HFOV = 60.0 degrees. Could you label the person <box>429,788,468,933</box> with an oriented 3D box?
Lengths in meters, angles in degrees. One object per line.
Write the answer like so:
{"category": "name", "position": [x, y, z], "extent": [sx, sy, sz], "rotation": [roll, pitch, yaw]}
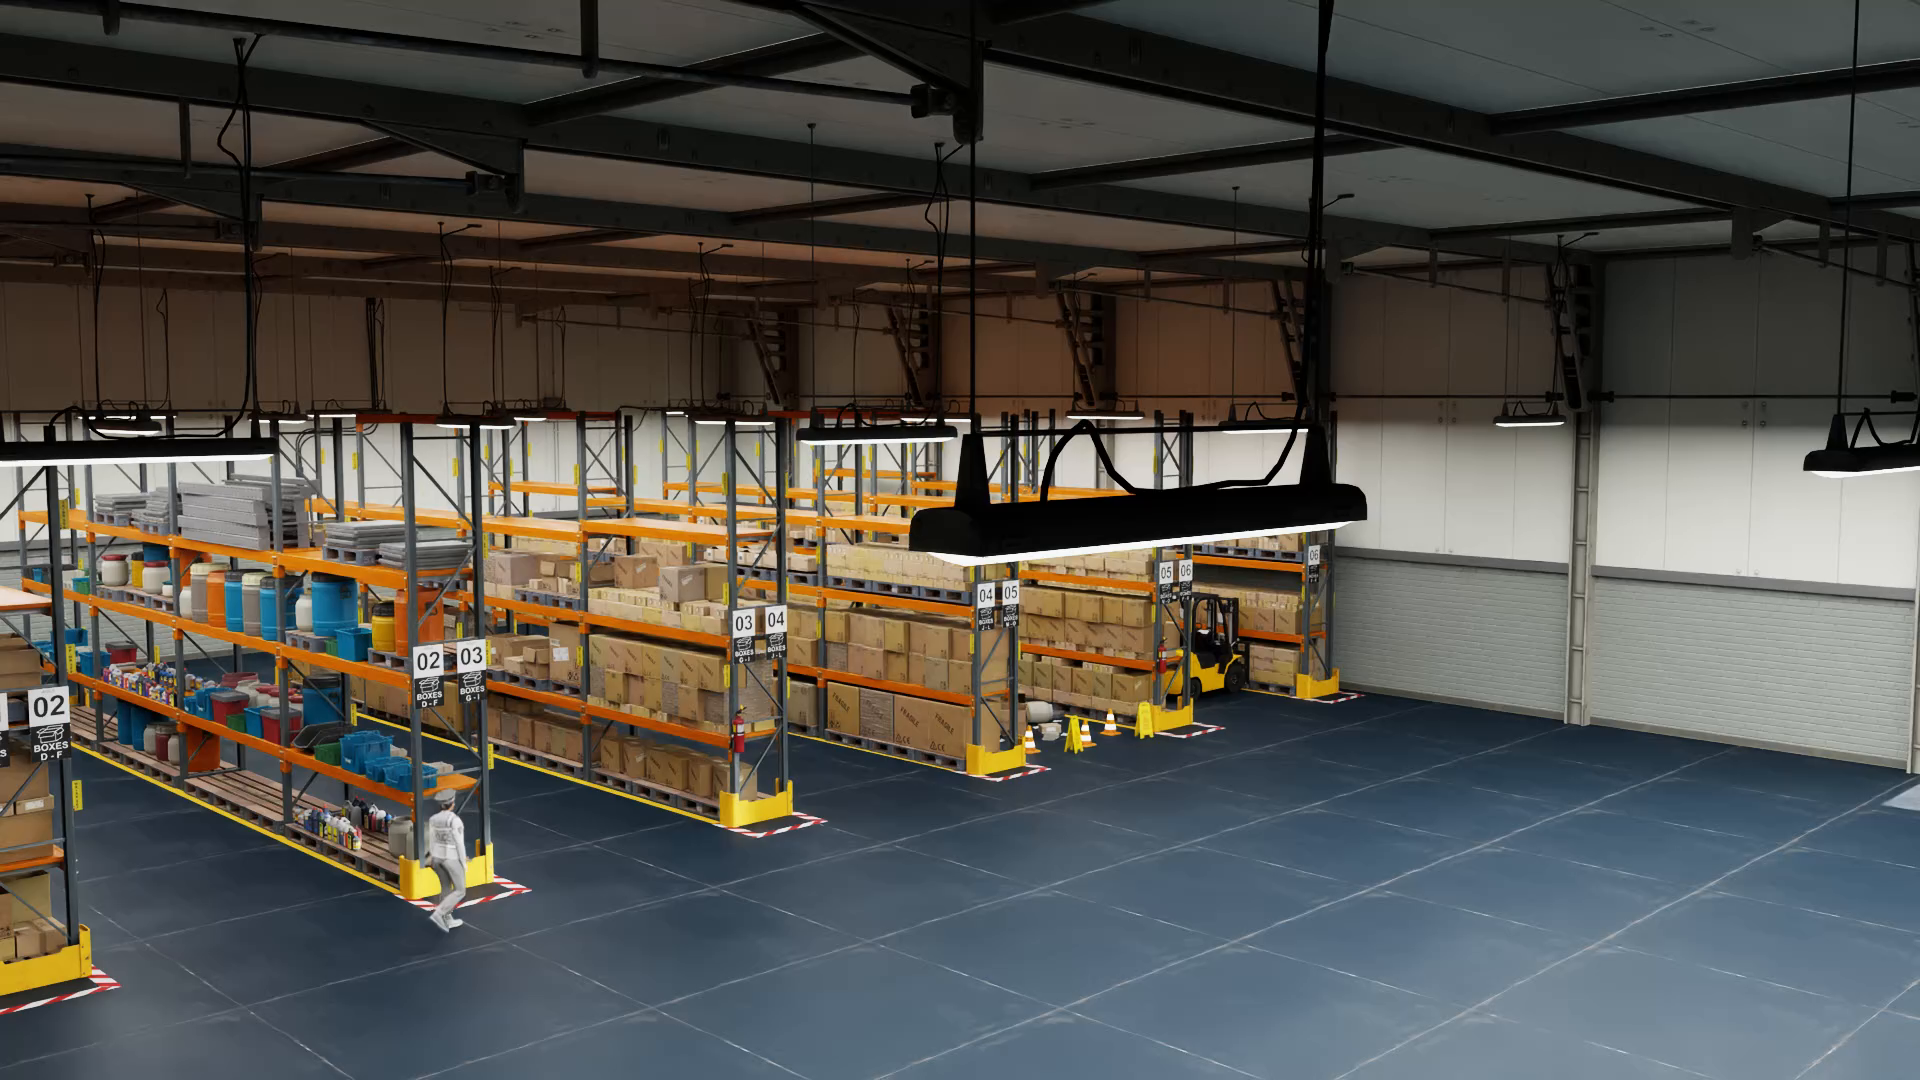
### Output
{"category": "person", "position": [-6.073, 3.782, 19.527], "extent": [0.500, 1.676, 0.649], "rotation": [2, 6, 27]}

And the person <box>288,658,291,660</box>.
{"category": "person", "position": [-15.571, 2.108, 39.154], "extent": [0.853, 1.639, 0.449], "rotation": [-1, 5, -7]}
